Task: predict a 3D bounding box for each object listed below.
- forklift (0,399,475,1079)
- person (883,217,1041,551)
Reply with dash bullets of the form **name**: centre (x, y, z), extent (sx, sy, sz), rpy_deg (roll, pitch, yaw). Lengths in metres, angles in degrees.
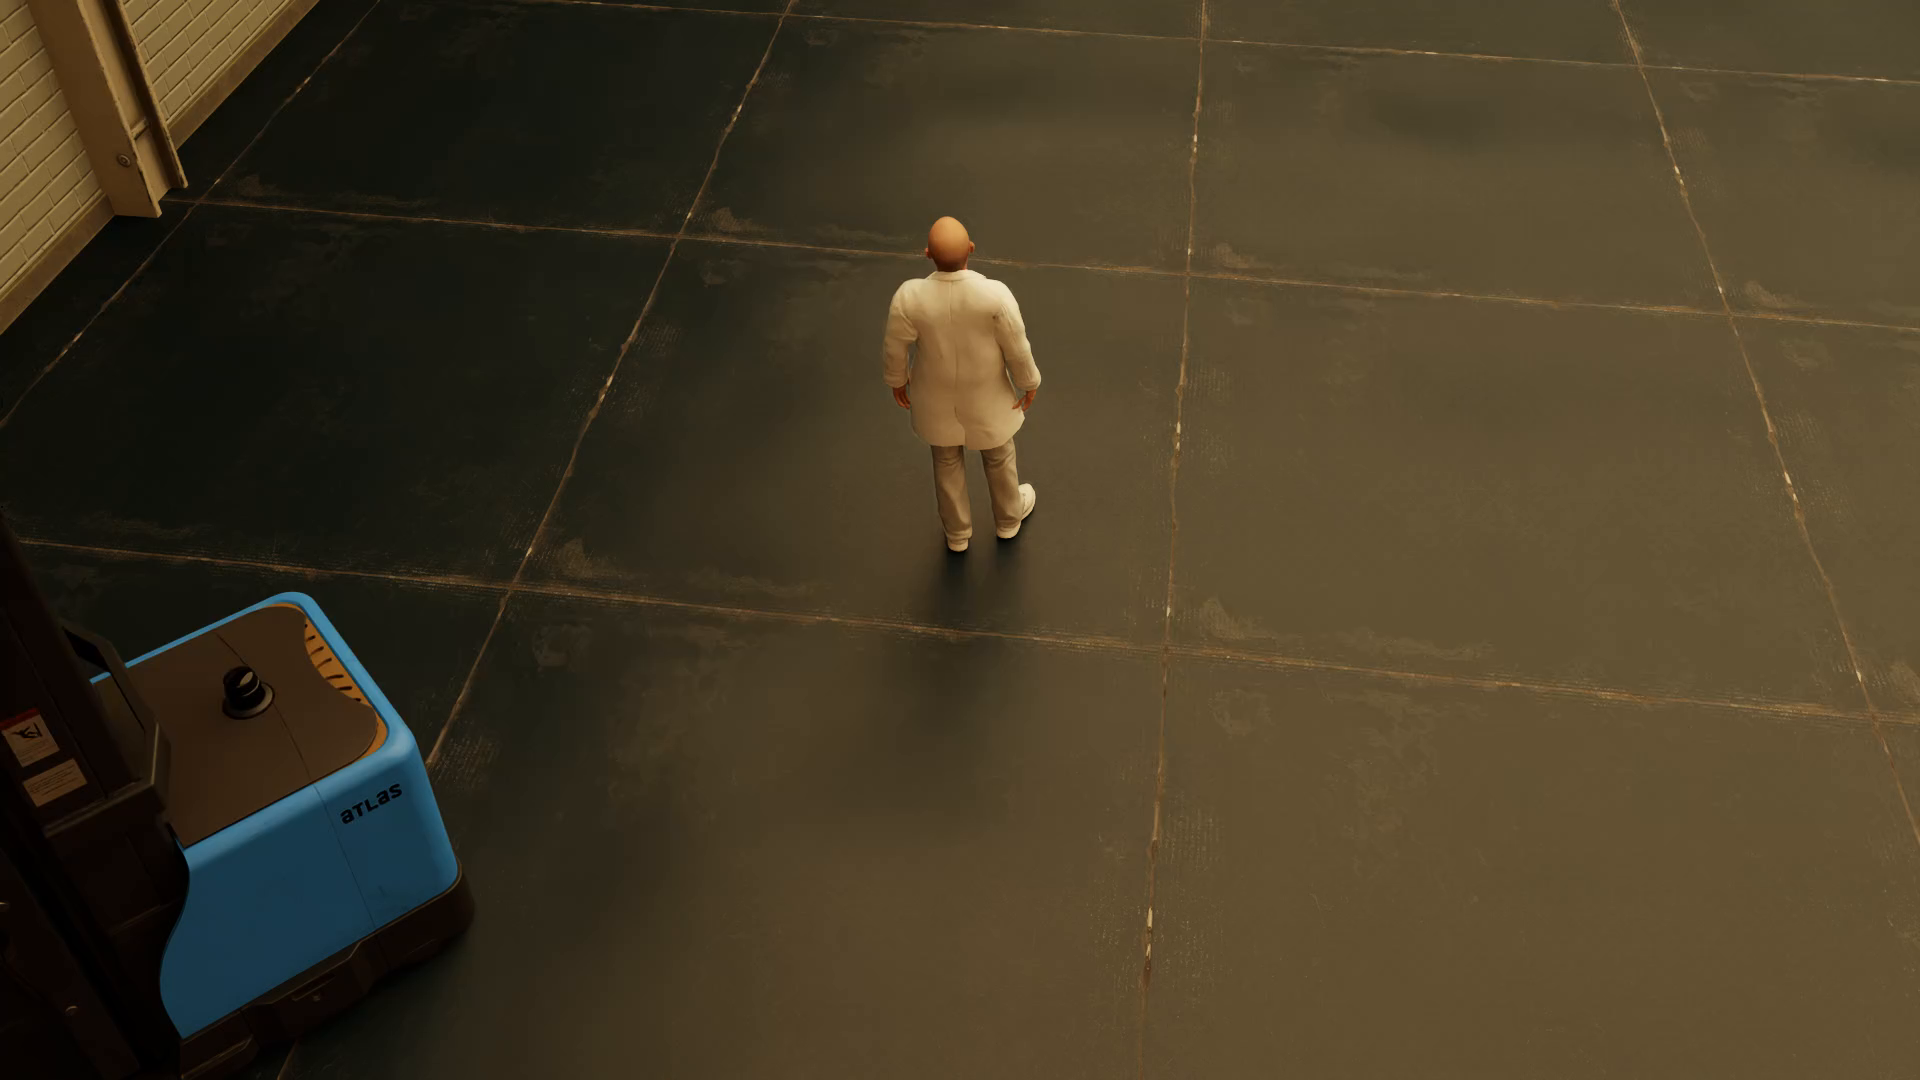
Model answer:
- **forklift**: centre (-3.292, 0.755, 4.902), extent (3.031, 2.935, 1.130), rpy_deg (-29, 50, -28)
- **person**: centre (0.017, -0.720, 7.350), extent (0.694, 1.775, 0.581), rpy_deg (5, 43, 6)
